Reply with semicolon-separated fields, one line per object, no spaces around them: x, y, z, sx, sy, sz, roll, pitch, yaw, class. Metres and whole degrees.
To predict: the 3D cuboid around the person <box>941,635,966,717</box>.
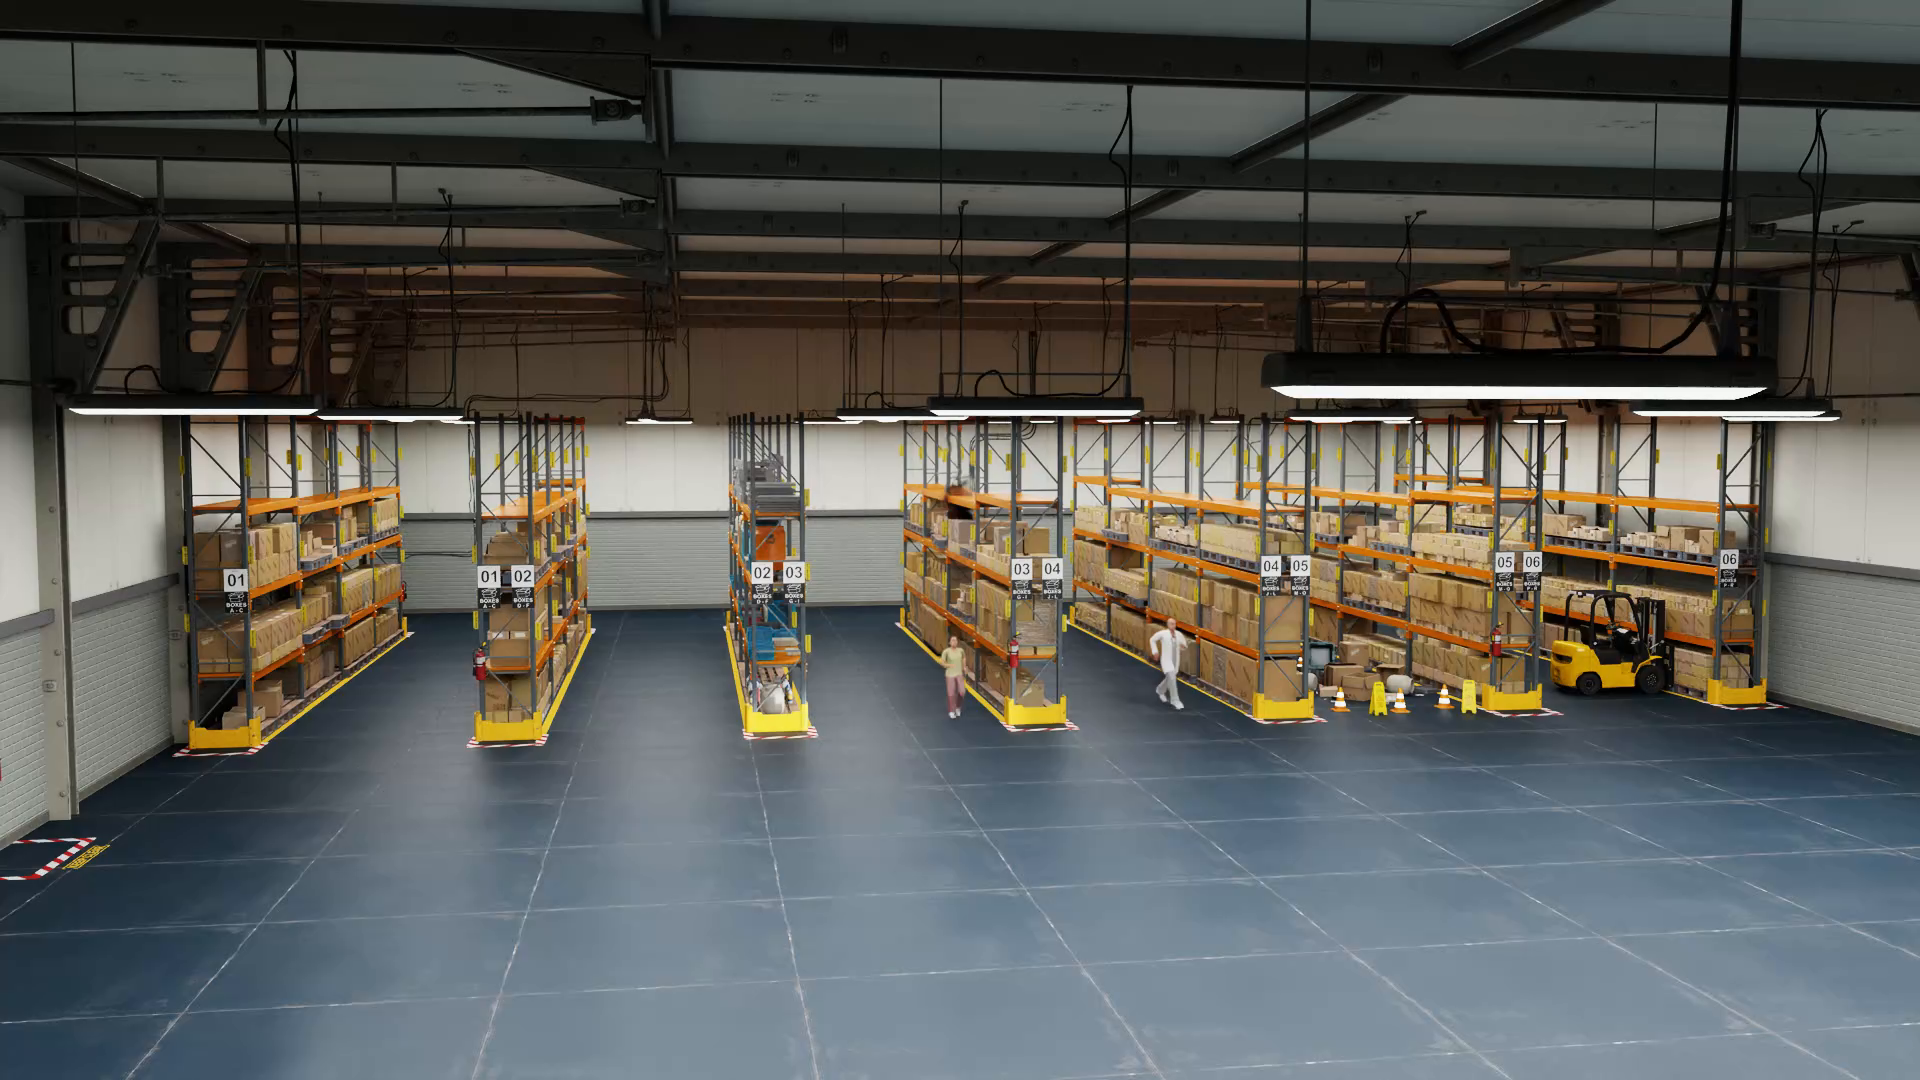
-0.103;2.671;32.601;0.556;1.635;0.616;-1;4;-14;person

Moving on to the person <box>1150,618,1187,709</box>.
4.291;2.489;34.006;0.691;1.789;1.046;-2;4;-28;person

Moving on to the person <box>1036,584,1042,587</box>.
2.151;1.645;47.394;0.672;1.759;0.731;0;4;7;person

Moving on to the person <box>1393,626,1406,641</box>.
11.519;1.944;43.385;0.596;1.685;0.644;-1;4;-10;person
